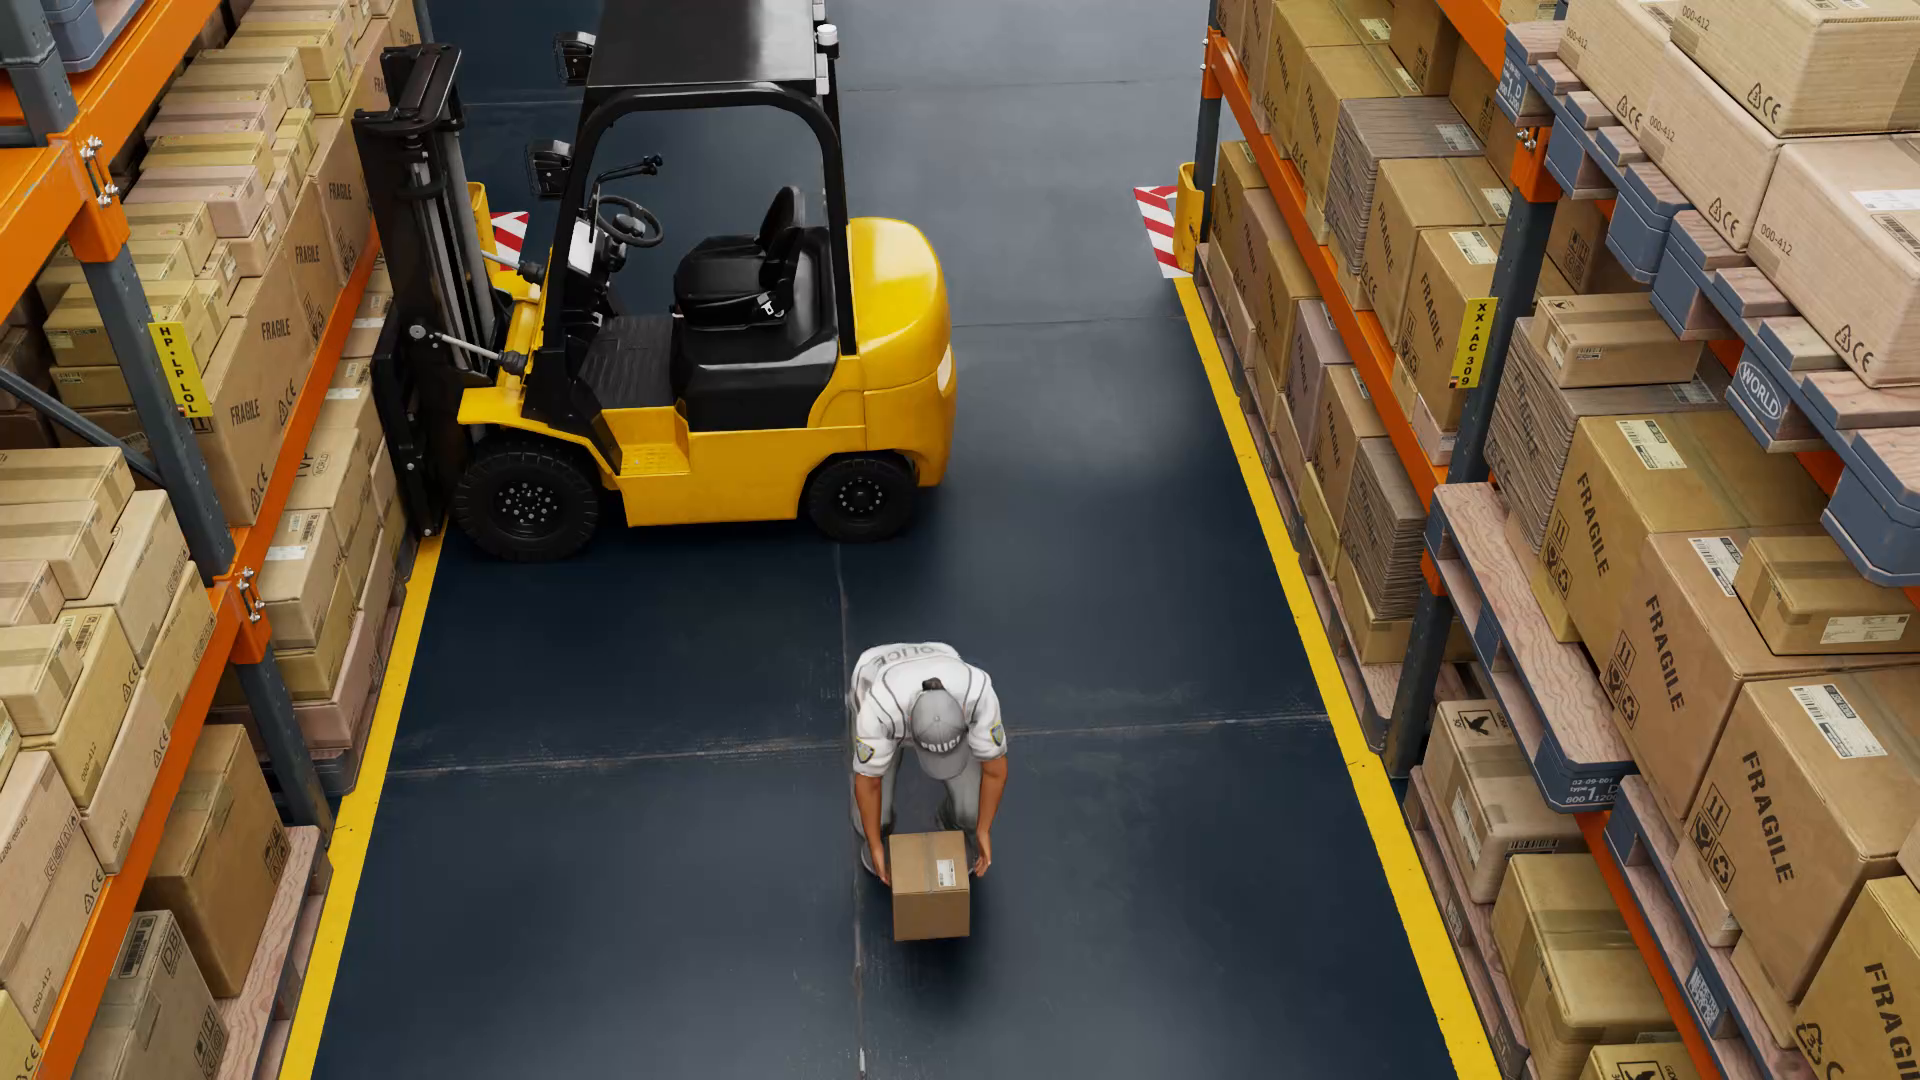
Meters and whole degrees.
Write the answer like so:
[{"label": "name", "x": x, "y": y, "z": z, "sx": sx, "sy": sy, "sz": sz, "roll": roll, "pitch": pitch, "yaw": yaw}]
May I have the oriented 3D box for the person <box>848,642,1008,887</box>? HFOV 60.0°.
[{"label": "person", "x": -0.121, "y": 0.716, "z": 5.683, "sx": 0.538, "sy": 1.055, "sz": 0.826, "roll": -3, "pitch": 39, "yaw": -4}]
